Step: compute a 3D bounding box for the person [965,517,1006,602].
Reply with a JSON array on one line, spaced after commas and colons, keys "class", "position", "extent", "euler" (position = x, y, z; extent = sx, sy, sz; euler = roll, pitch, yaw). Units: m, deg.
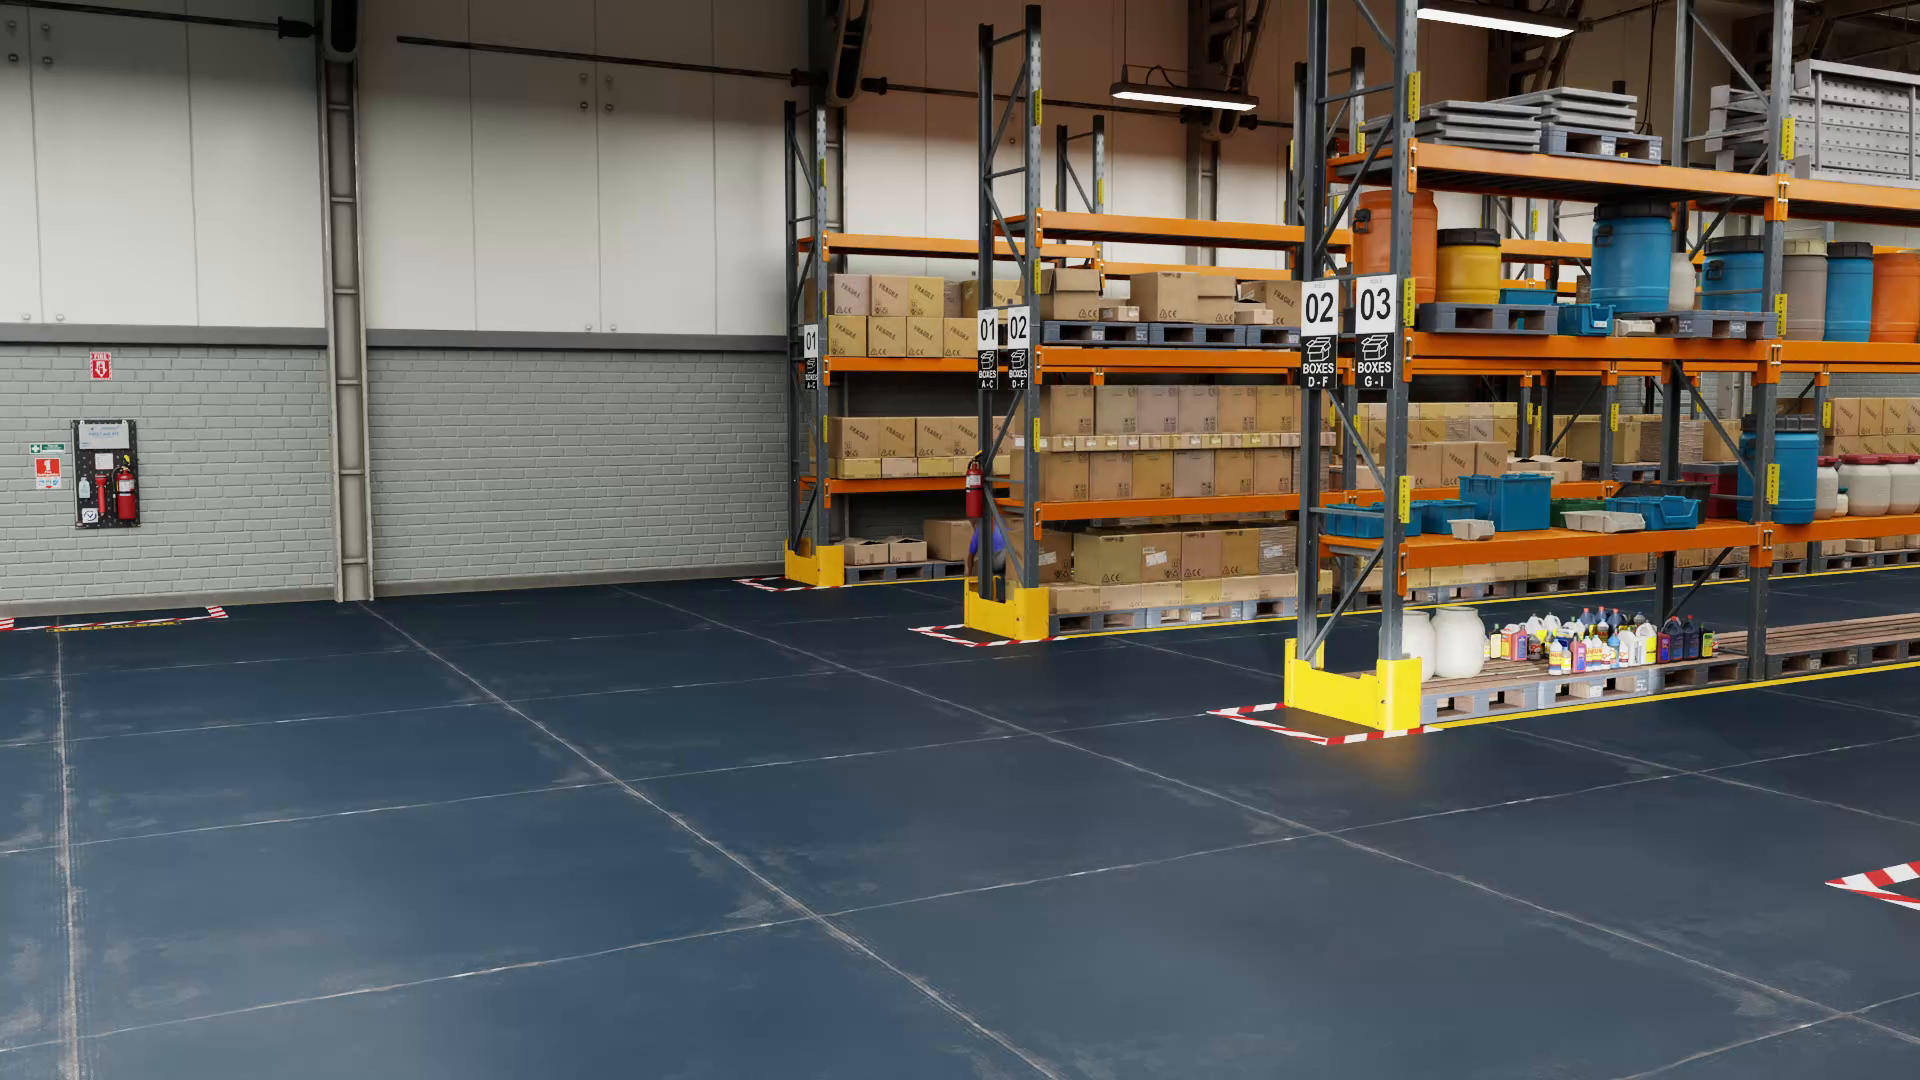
[{"class": "person", "position": [0.388, 0.222, 19.020], "extent": [0.485, 0.958, 0.810], "euler": [-3, 6, -29]}]
